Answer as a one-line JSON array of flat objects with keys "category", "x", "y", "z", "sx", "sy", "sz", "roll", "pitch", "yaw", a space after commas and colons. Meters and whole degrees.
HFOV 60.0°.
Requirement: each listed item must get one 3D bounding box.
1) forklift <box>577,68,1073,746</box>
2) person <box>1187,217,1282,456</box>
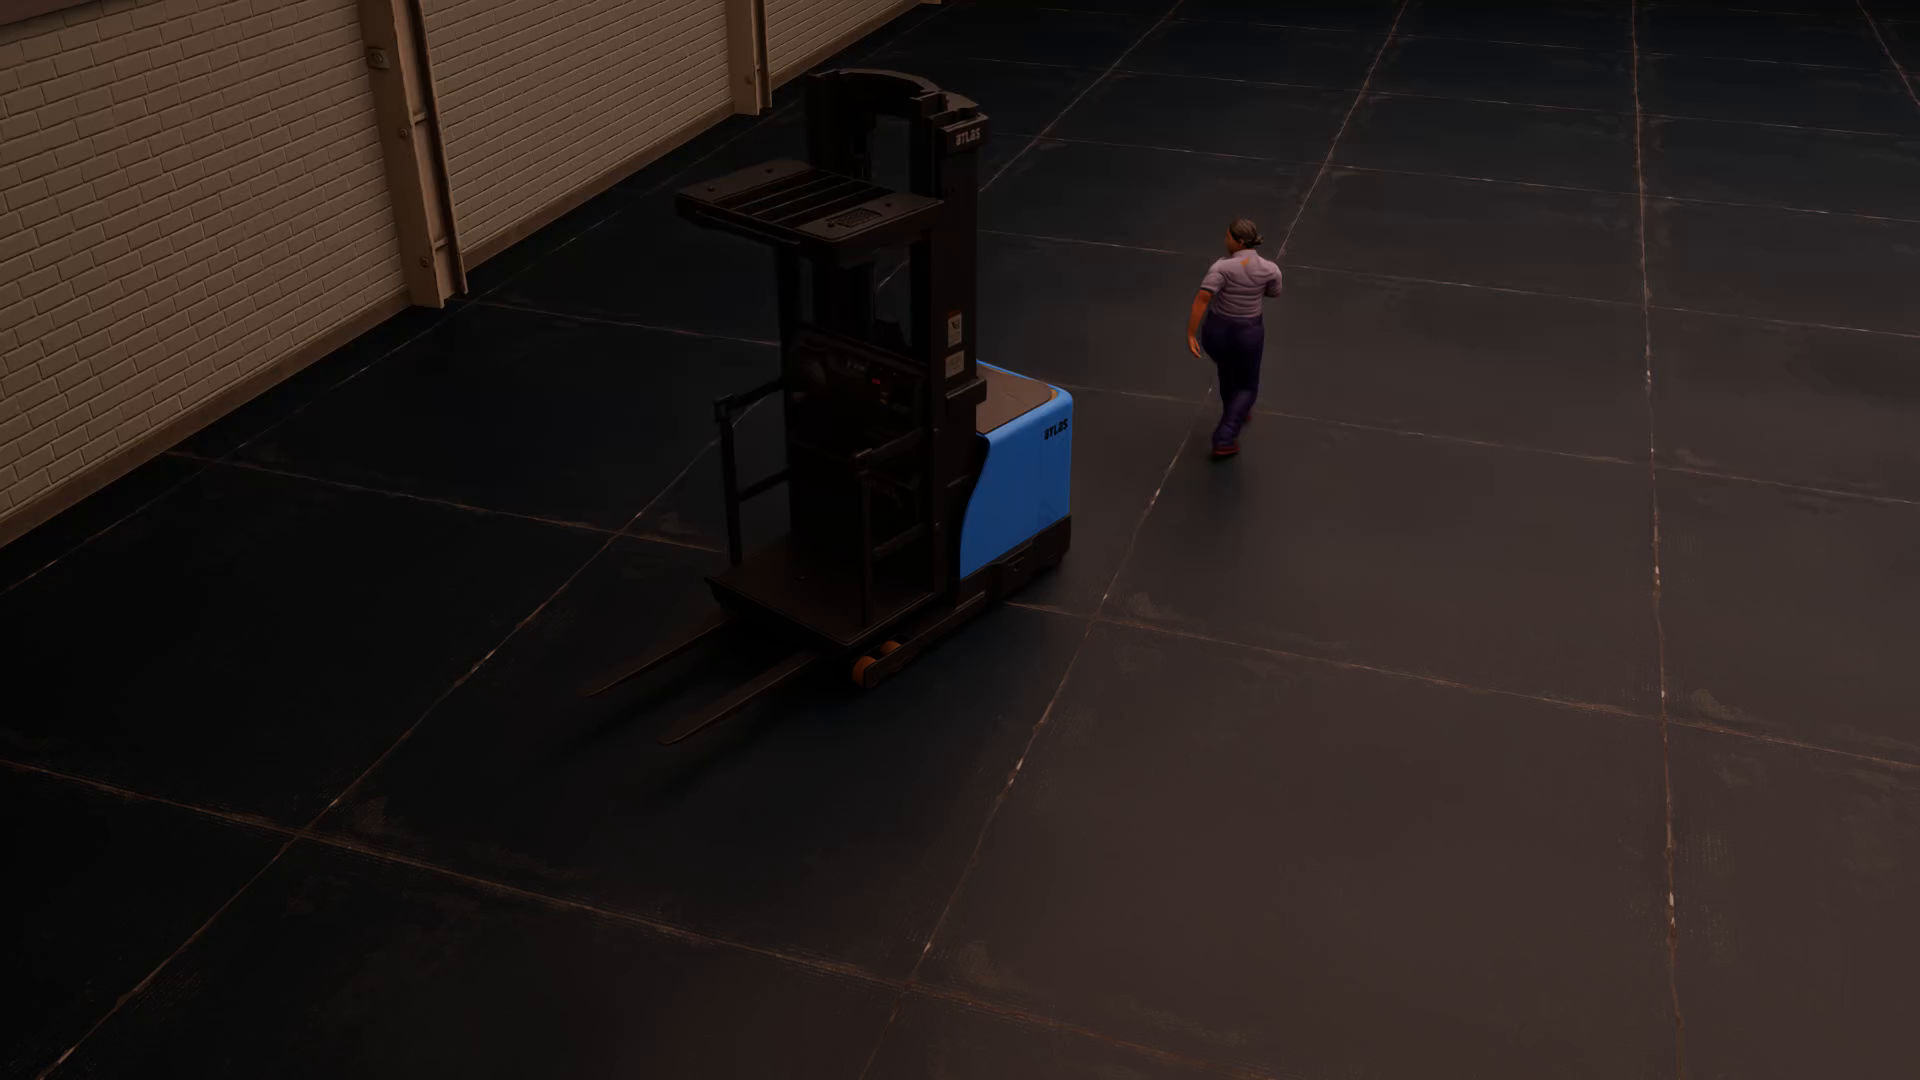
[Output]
[{"category": "forklift", "x": -0.682, "y": -0.777, "z": 8.500, "sx": 1.130, "sy": 2.935, "sz": 3.031, "roll": 23, "pitch": 37, "yaw": 34}, {"category": "person", "x": 1.818, "y": -1.355, "z": 10.928, "sx": 0.498, "sy": 1.594, "sz": 0.900, "roll": 11, "pitch": 31, "yaw": 18}]
